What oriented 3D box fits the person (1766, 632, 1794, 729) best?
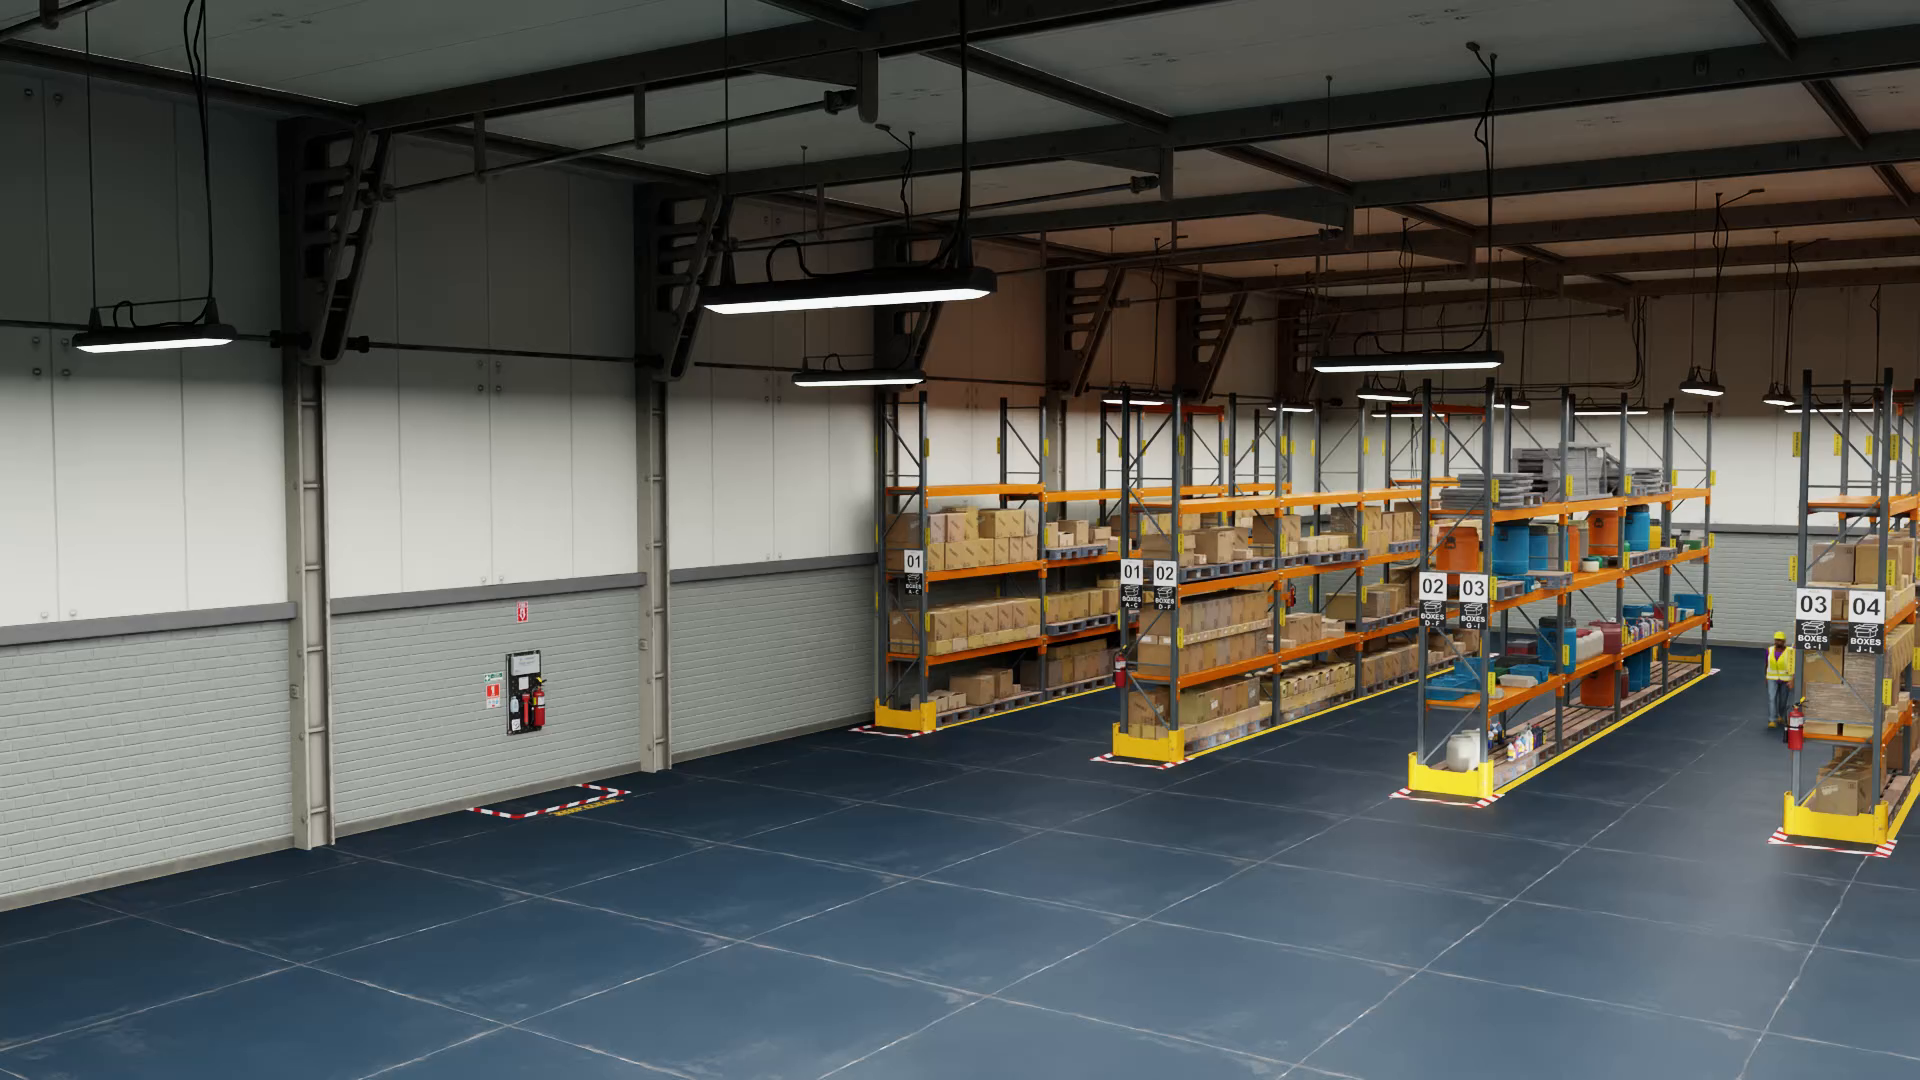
[{"bbox_3d":[14.673,2.491,29.688,0.514,1.706,1.105,1,3,24],"label":"person"}]
